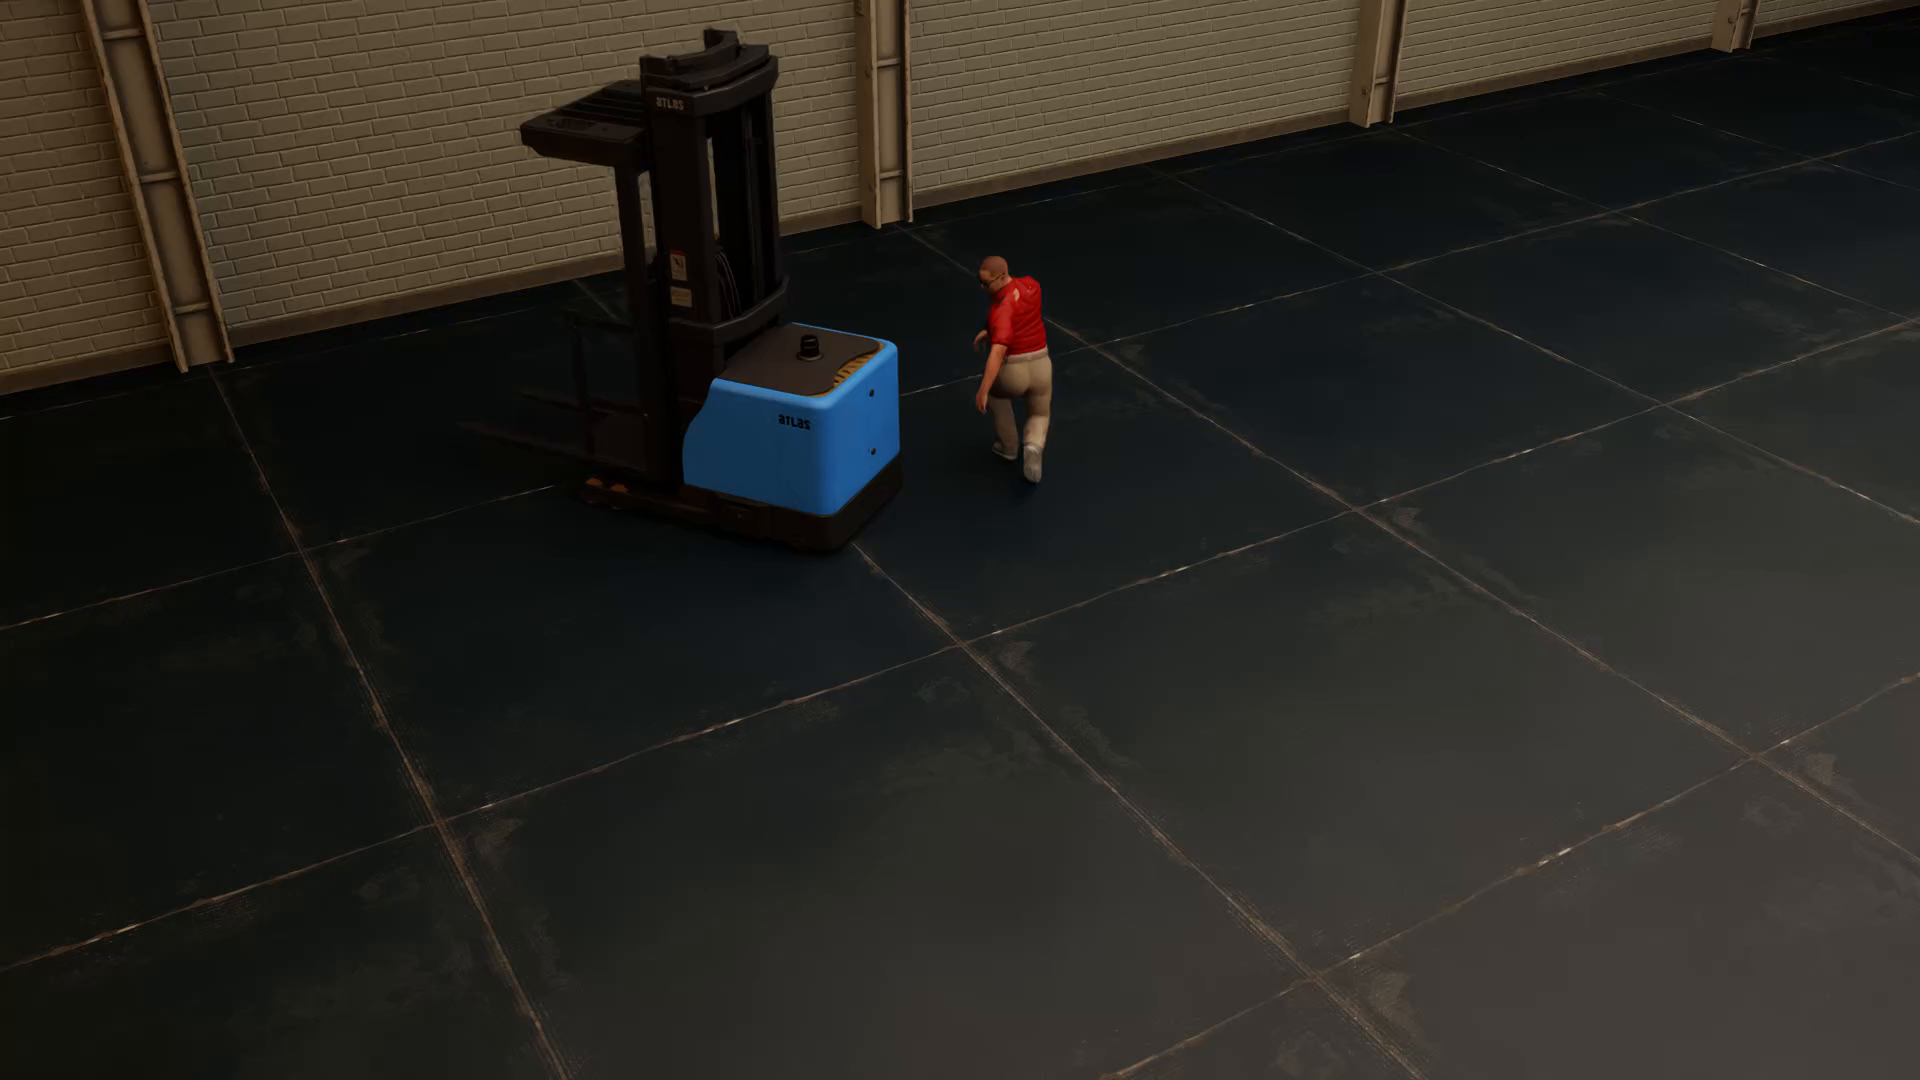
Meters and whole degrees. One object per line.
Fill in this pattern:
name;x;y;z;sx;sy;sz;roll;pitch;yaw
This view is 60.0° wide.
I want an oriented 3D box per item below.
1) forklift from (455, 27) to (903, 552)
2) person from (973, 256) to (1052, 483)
forklift;-1.939;-1.683;10.457;3.031;2.935;1.130;13;33;21
person;0.315;-1.140;10.985;0.636;1.515;0.895;-13;33;-20
